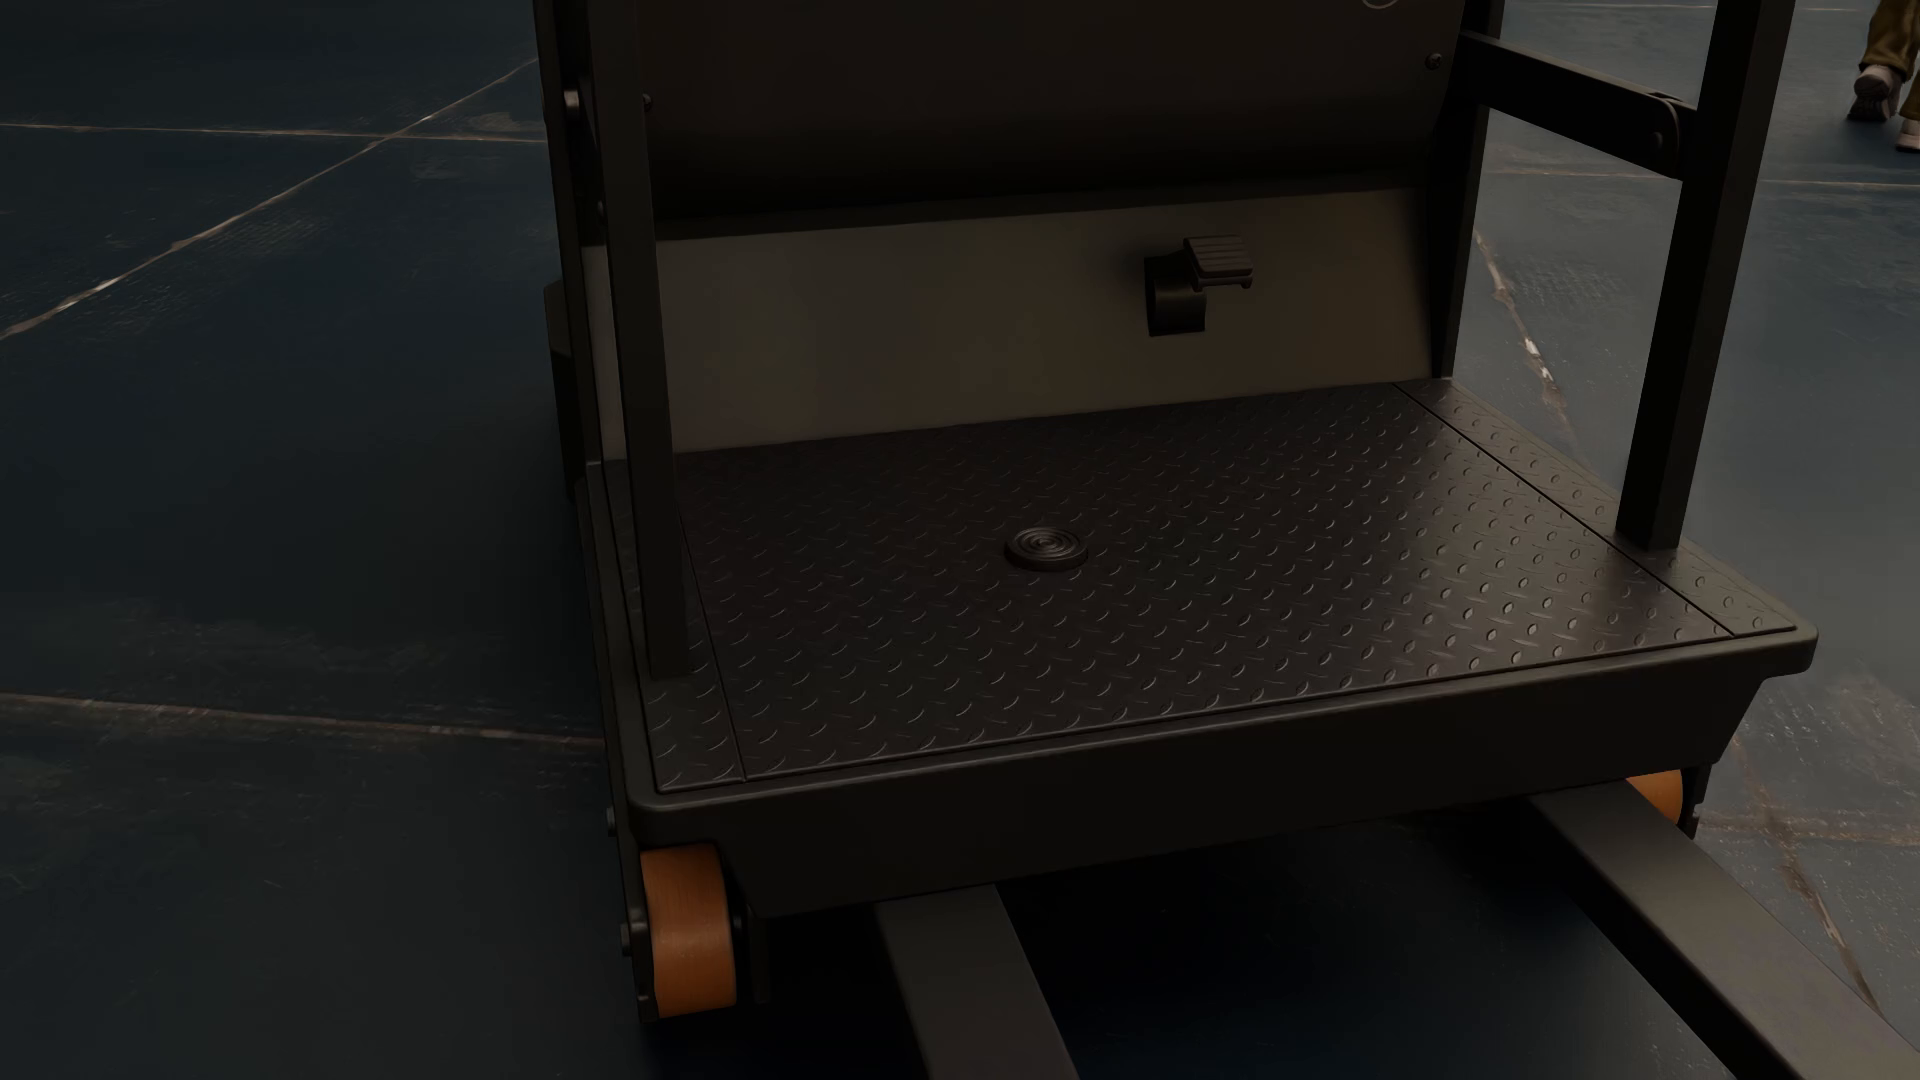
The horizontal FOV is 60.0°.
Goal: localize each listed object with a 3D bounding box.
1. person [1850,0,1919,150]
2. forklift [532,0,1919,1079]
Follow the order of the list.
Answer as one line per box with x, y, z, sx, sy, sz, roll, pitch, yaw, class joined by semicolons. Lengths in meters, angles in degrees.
2.832;-1.953;4.505;0.533;1.809;0.708;-19;32;-33;person
0.153;-1.049;1.319;1.130;2.935;3.031;-7;27;-13;forklift
